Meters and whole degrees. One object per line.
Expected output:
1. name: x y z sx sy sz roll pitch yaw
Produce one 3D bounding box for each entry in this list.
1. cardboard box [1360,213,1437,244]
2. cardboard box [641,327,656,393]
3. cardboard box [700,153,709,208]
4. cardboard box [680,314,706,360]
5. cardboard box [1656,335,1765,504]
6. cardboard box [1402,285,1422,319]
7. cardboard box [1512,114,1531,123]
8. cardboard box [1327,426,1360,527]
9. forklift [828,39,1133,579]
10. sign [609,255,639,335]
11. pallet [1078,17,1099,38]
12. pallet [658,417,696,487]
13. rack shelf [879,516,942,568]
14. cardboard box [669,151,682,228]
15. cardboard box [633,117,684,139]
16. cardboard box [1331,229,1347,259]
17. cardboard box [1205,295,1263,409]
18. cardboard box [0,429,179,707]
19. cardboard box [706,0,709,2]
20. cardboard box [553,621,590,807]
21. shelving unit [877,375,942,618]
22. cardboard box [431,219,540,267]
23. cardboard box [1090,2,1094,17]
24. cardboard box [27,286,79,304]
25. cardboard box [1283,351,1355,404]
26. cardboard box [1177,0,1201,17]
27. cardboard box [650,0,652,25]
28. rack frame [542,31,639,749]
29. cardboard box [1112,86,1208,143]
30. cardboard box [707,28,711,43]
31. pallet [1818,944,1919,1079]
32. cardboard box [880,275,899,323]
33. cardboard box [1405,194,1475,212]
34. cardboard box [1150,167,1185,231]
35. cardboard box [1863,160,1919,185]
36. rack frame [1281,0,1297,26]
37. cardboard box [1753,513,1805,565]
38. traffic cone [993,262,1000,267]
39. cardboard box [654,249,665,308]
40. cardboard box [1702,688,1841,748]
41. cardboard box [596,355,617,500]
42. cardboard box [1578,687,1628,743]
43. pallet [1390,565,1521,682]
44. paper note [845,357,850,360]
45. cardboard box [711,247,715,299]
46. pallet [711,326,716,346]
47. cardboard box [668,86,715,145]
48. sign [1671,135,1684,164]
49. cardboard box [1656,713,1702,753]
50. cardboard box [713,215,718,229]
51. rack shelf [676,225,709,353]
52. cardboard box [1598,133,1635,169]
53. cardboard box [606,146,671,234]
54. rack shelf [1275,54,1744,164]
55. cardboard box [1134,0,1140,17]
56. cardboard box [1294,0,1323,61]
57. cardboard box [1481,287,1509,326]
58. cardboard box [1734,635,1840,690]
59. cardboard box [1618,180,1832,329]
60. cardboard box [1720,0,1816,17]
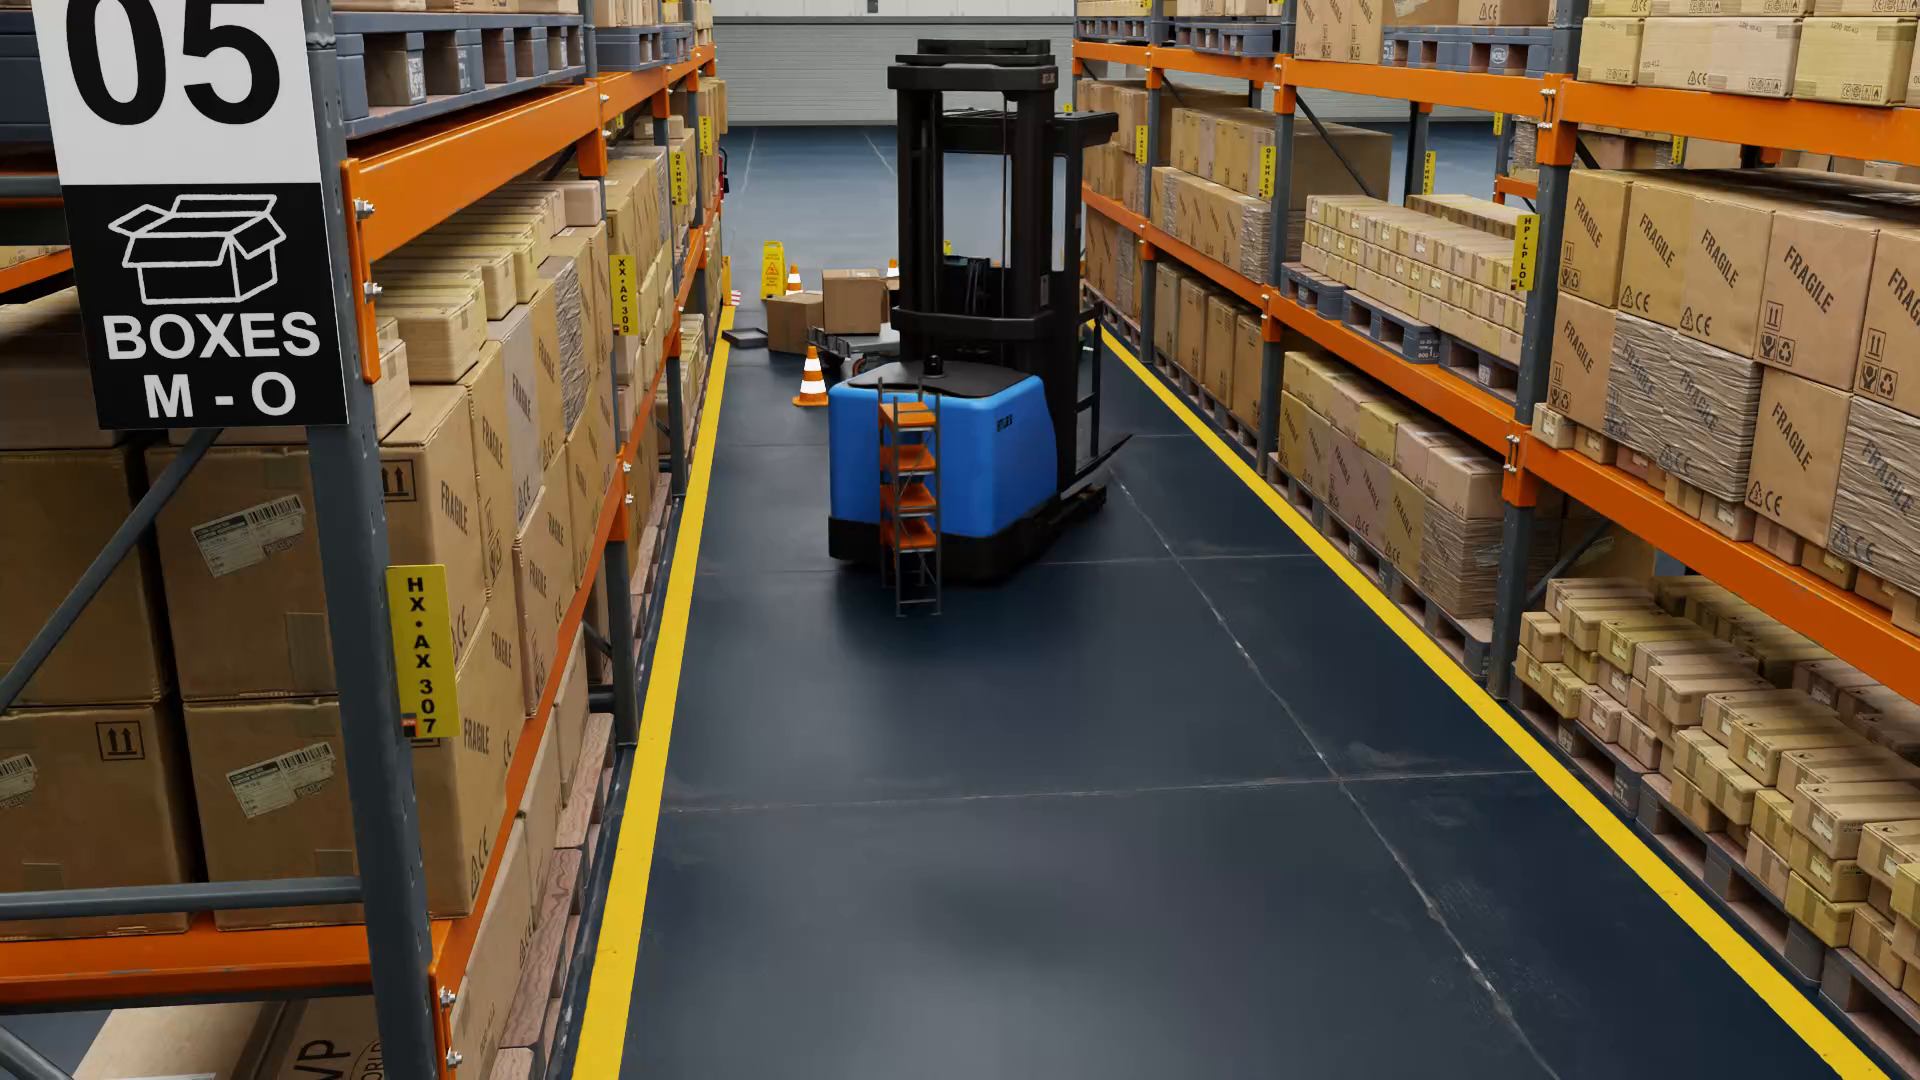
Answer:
1. cardboard box: 2.546 -1.808 9.653 0.380 0.149 0.250 -1 17 -3
2. cardboard box: -1.792 -0.900 8.287 0.500 0.250 0.500 -2 18 -6
3. cardboard box: -2.511 -3.238 14.820 0.500 0.500 0.500 -2 18 -6
4. cardboard box: -2.686 -1.699 14.268 0.950 0.372 0.625 -2 17 -5
5. cardboard box: 2.870 -0.444 5.921 0.500 0.500 0.500 -2 18 -7
6. cardboard box: 2.620 -1.289 8.994 0.380 0.149 0.250 -1 17 -3
7. cardboard box: 6.488 -4.901 18.448 0.500 0.500 0.500 -2 18 -6
8. cardboard box: 2.515 -0.387 9.873 0.500 0.500 0.500 -2 18 -7
9. forklift: 0.306 -1.581 10.319 1.130 2.935 3.031 8 19 23
10. sign: -1.366 -0.994 6.757 0.100 0.325 0.005 -2 18 -6
11. pallet: 1.845 -5.452 17.674 1.003 0.211 1.213 -2 18 -6
12. pallet: -2.409 -0.619 11.798 1.003 0.211 1.213 -2 18 -6
13. rack shelf: -0.273 0.013 9.019 0.258 0.148 0.480 -4 18 -11
14. cardboard box: -2.207 -2.403 11.460 0.500 0.500 0.500 -1 17 -3
15. cardboard box: -2.335 -3.192 12.888 0.380 0.149 0.250 -3 18 -8
16. cardboard box: 2.494 -1.812 10.163 0.380 0.149 0.250 -2 18 -7
17. cardboard box: 2.516 -1.472 12.912 1.050 0.750 0.750 -2 17 -5
18. cardboard box: -1.791 0.005 3.316 0.500 0.500 0.500 -1 17 -4
19. cardboard box: -2.827 -5.701 17.407 0.380 0.149 0.250 -2 18 -5
20. cardboard box: -1.959 0.687 6.557 0.875 0.438 0.875 -2 18 -6
21. shelving unit: -0.273 -0.240 8.939 0.258 1.200 0.503 -4 18 -11
22. cardboard box: -1.500 -0.895 5.100 0.380 0.149 0.250 -2 18 -7
23. cardboard box: 1.553 -5.505 17.247 0.380 0.149 0.250 -2 18 -5
24. cardboard box: -1.887 -0.494 3.824 0.380 0.149 0.250 -1 17 -4
25. cardboard box: 2.413 -1.053 10.742 0.500 0.250 0.500 -3 18 -8
26. cardboard box: 1.985 -4.519 13.913 0.258 0.266 0.396 -2 18 -7
27. cardboard box: -1.840 -2.885 8.874 0.396 0.266 0.258 -2 18 -7
28. rack frame: -1.917 -0.525 6.842 1.000 3.000 0.127 -2 18 -6
29. cardboard box: 2.013 -4.273 16.725 0.875 0.550 0.500 -2 18 -6
30. cardboard box: -2.782 -5.241 17.275 0.380 0.149 0.250 -2 18 -5
31. pallet: 3.352 1.548 4.894 1.003 0.211 1.213 -2 18 -6
32. cardboard box: -0.456 -2.464 17.187 0.637 0.503 0.797 16 24 42
33. cardboard box: 3.090 -2.133 10.687 0.380 0.149 0.250 -2 18 -8
34. cardboard box: 1.957 -2.975 14.477 0.500 0.500 0.500 -2 17 -5
35. cardboard box: 7.275 -2.594 12.564 0.700 0.500 0.500 1 17 3
36. rack frame: 2.583 -4.762 10.323 1.000 3.000 0.127 -2 18 -6
37. cardboard box: 2.957 -0.025 5.667 0.380 0.149 0.250 -1 17 -4
38. traffic cone: 0.400 -2.871 18.550 0.336 0.463 0.334 -2 18 -6
39. cardboard box: -1.898 -1.443 9.181 0.500 0.250 0.500 -2 18 -7
40. cardboard box: 2.975 0.668 6.106 0.380 0.149 0.250 -3 18 -8
41. cardboard box: -1.615 -0.443 6.413 0.500 0.500 0.500 -2 18 -5
42. cardboard box: 2.819 0.722 6.929 0.380 0.149 0.250 -2 18 -6
43. pallet: 2.914 0.390 8.582 1.003 0.211 1.213 -2 18 -6
44. paper note: -1.100 -1.703 15.550 0.148 0.019 0.142 -2 18 -6
45. cardboard box: -2.602 -2.498 15.764 0.500 0.500 0.500 -1 17 -3
46. pallet: -2.976 -2.142 16.646 1.003 0.211 1.213 -2 18 -6
47. cardboard box: -2.603 -3.866 15.151 0.700 0.500 0.500 -2 18 -5
48. sign: 6.576 -3.609 15.219 0.100 0.325 0.005 -2 18 -6
49. cardboard box: 2.921 0.735 6.391 0.380 0.149 0.250 -1 17 -3
50. cardboard box: -2.686 -3.243 17.055 0.380 0.149 0.250 -1 17 -5
51. rack shelf: -2.536 -1.970 12.644 1.077 0.370 4.000 -2 18 -6
52. cardboard box: 6.961 -3.836 16.726 0.875 0.500 0.500 -2 18 -6
53. cardboard box: -2.017 -2.096 10.009 0.500 0.500 0.500 -2 18 -7
54. rack shelf: 2.789 -2.392 8.982 1.077 0.370 4.000 -2 18 -6
55. cardboard box: 1.789 -4.825 15.081 0.380 0.149 0.250 -1 17 -5
56. cardboard box: 2.377 -3.201 10.189 0.500 0.500 0.500 -2 18 -6
57. cardboard box: 2.730 -1.122 7.964 0.380 0.149 0.250 -2 18 -5
58. cardboard box: 3.339 0.494 6.660 0.380 0.149 0.250 -1 17 -4
59. cardboard box: 2.869 -1.079 6.274 0.500 0.500 0.500 -2 18 -7
60. cardboard box: 2.892 -1.857 5.491 0.500 0.250 0.500 -1 17 -5
